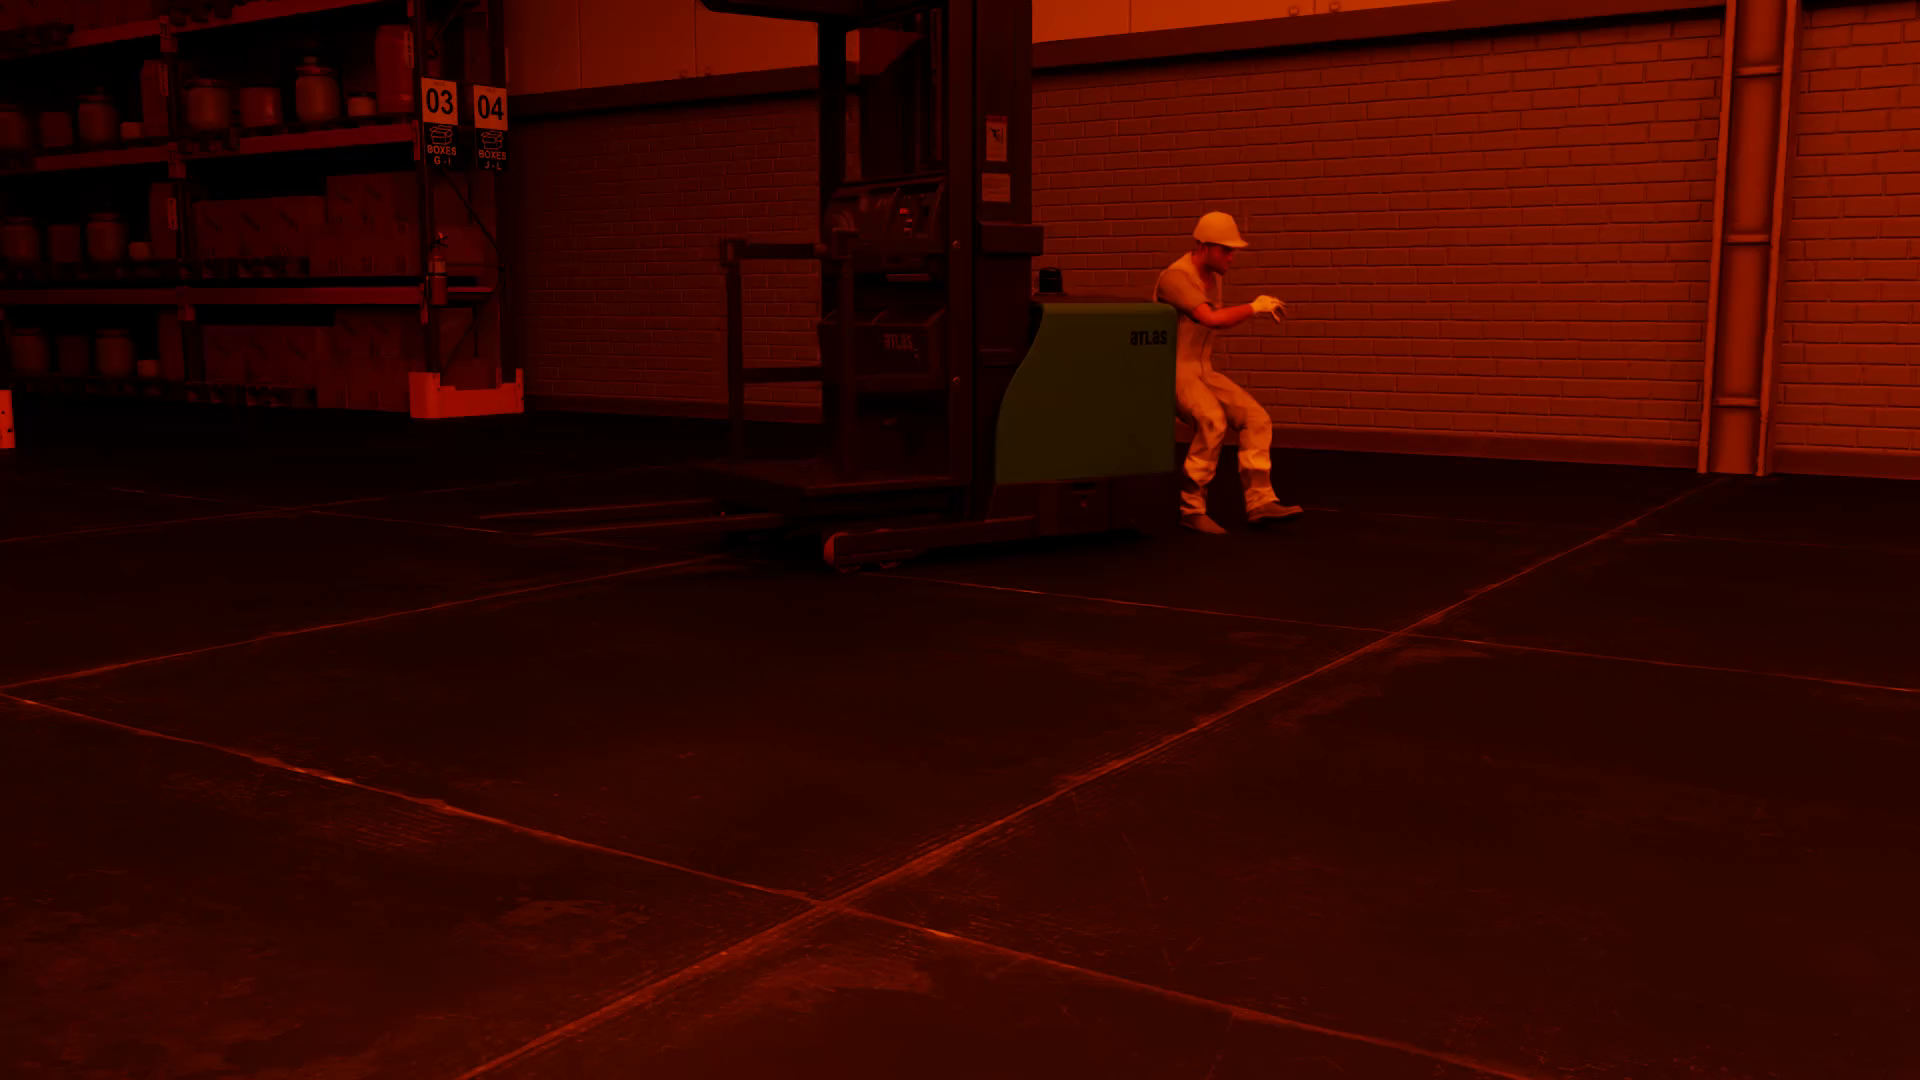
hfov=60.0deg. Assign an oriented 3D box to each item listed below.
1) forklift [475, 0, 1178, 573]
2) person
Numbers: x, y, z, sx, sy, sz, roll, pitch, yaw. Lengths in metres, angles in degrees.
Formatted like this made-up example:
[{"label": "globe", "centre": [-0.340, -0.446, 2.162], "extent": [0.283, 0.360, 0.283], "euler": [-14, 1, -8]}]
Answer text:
[{"label": "forklift", "centre": [-0.507, -1.403, 7.061], "extent": [3.031, 2.935, 1.130], "euler": [-5, 10, -33]}, {"label": "person", "centre": [1.359, -0.841, 8.266], "extent": [1.056, 1.532, 1.084], "euler": [6, 10, 38]}]
